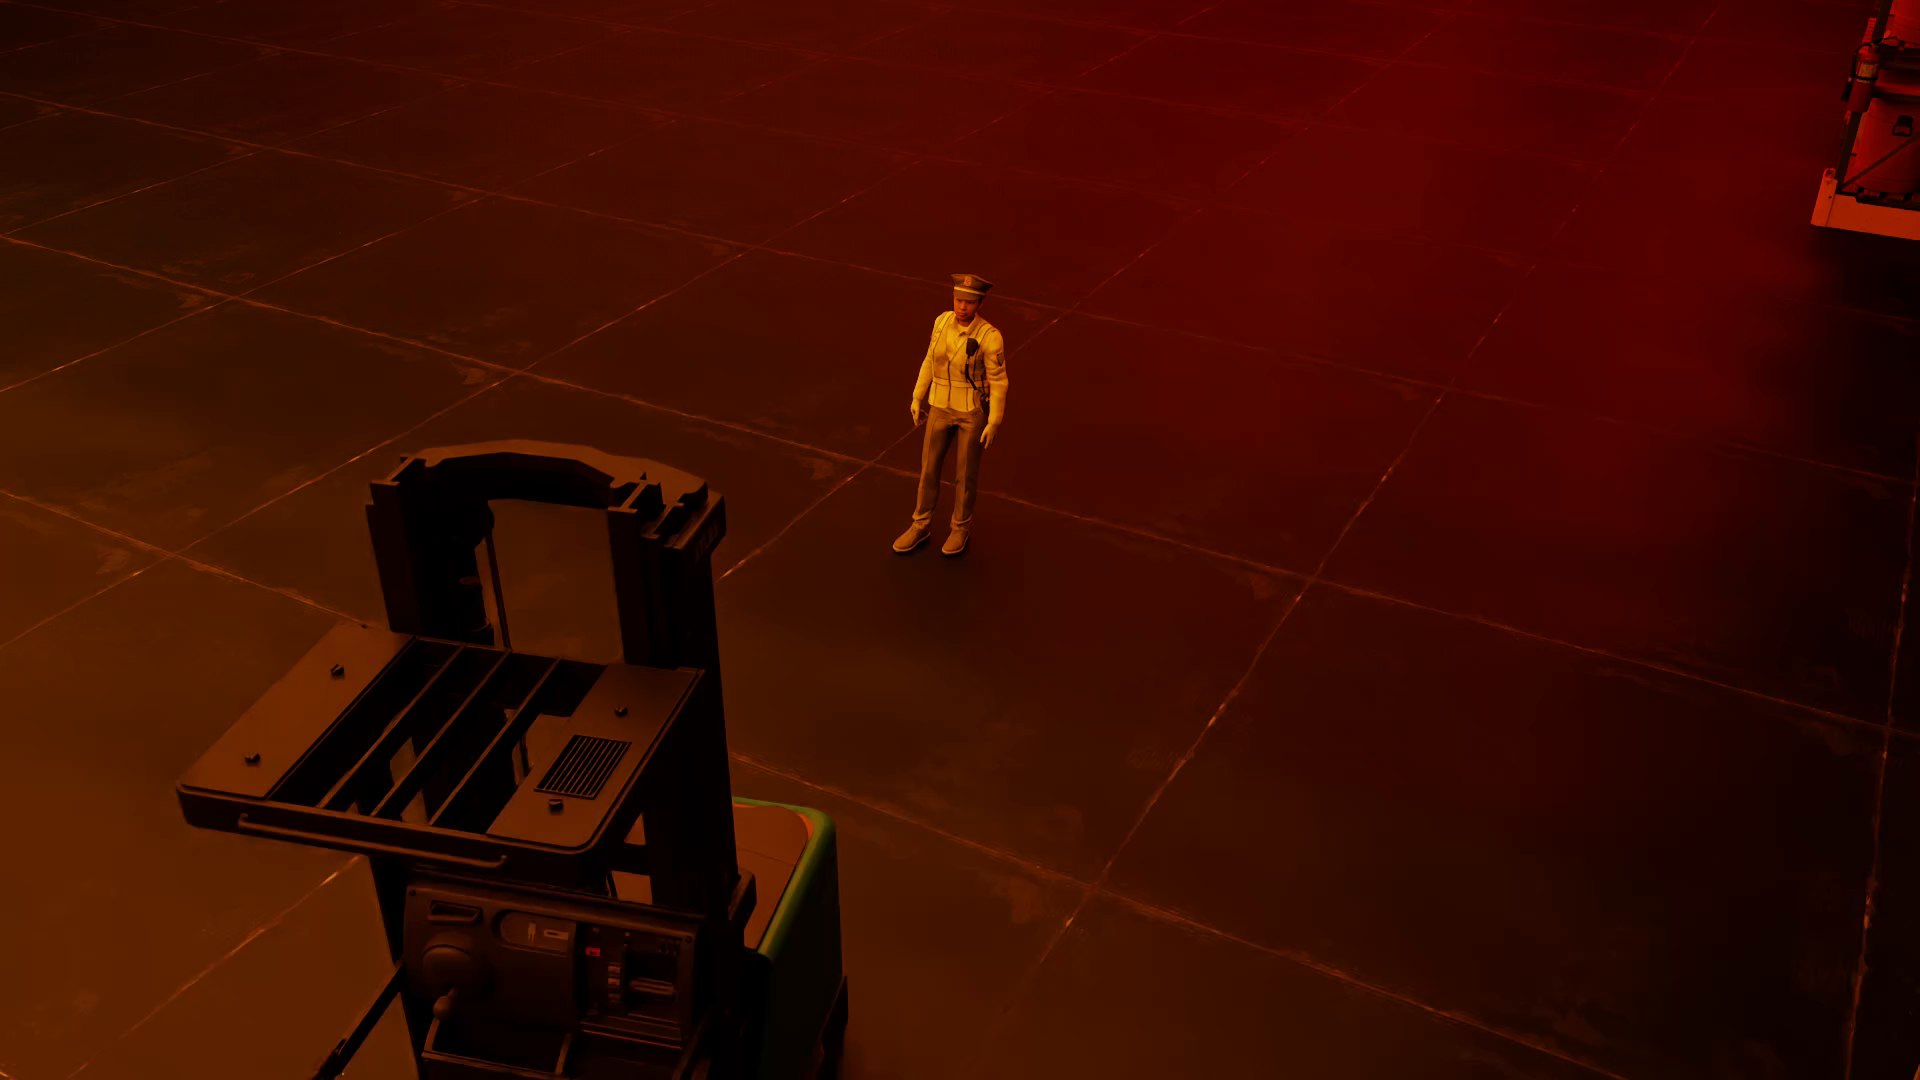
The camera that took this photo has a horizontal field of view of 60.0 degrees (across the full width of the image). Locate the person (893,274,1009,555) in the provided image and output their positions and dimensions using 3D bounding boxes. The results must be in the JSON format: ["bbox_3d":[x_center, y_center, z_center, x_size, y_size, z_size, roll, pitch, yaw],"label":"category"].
[{"bbox_3d":[-0.040,-0.712,9.527,0.586,1.694,0.530,15,33,25],"label":"person"}]

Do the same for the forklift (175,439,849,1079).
[{"bbox_3d":[-1.272,1.321,4.781,1.130,2.935,3.031,7,31,11],"label":"forklift"}]
